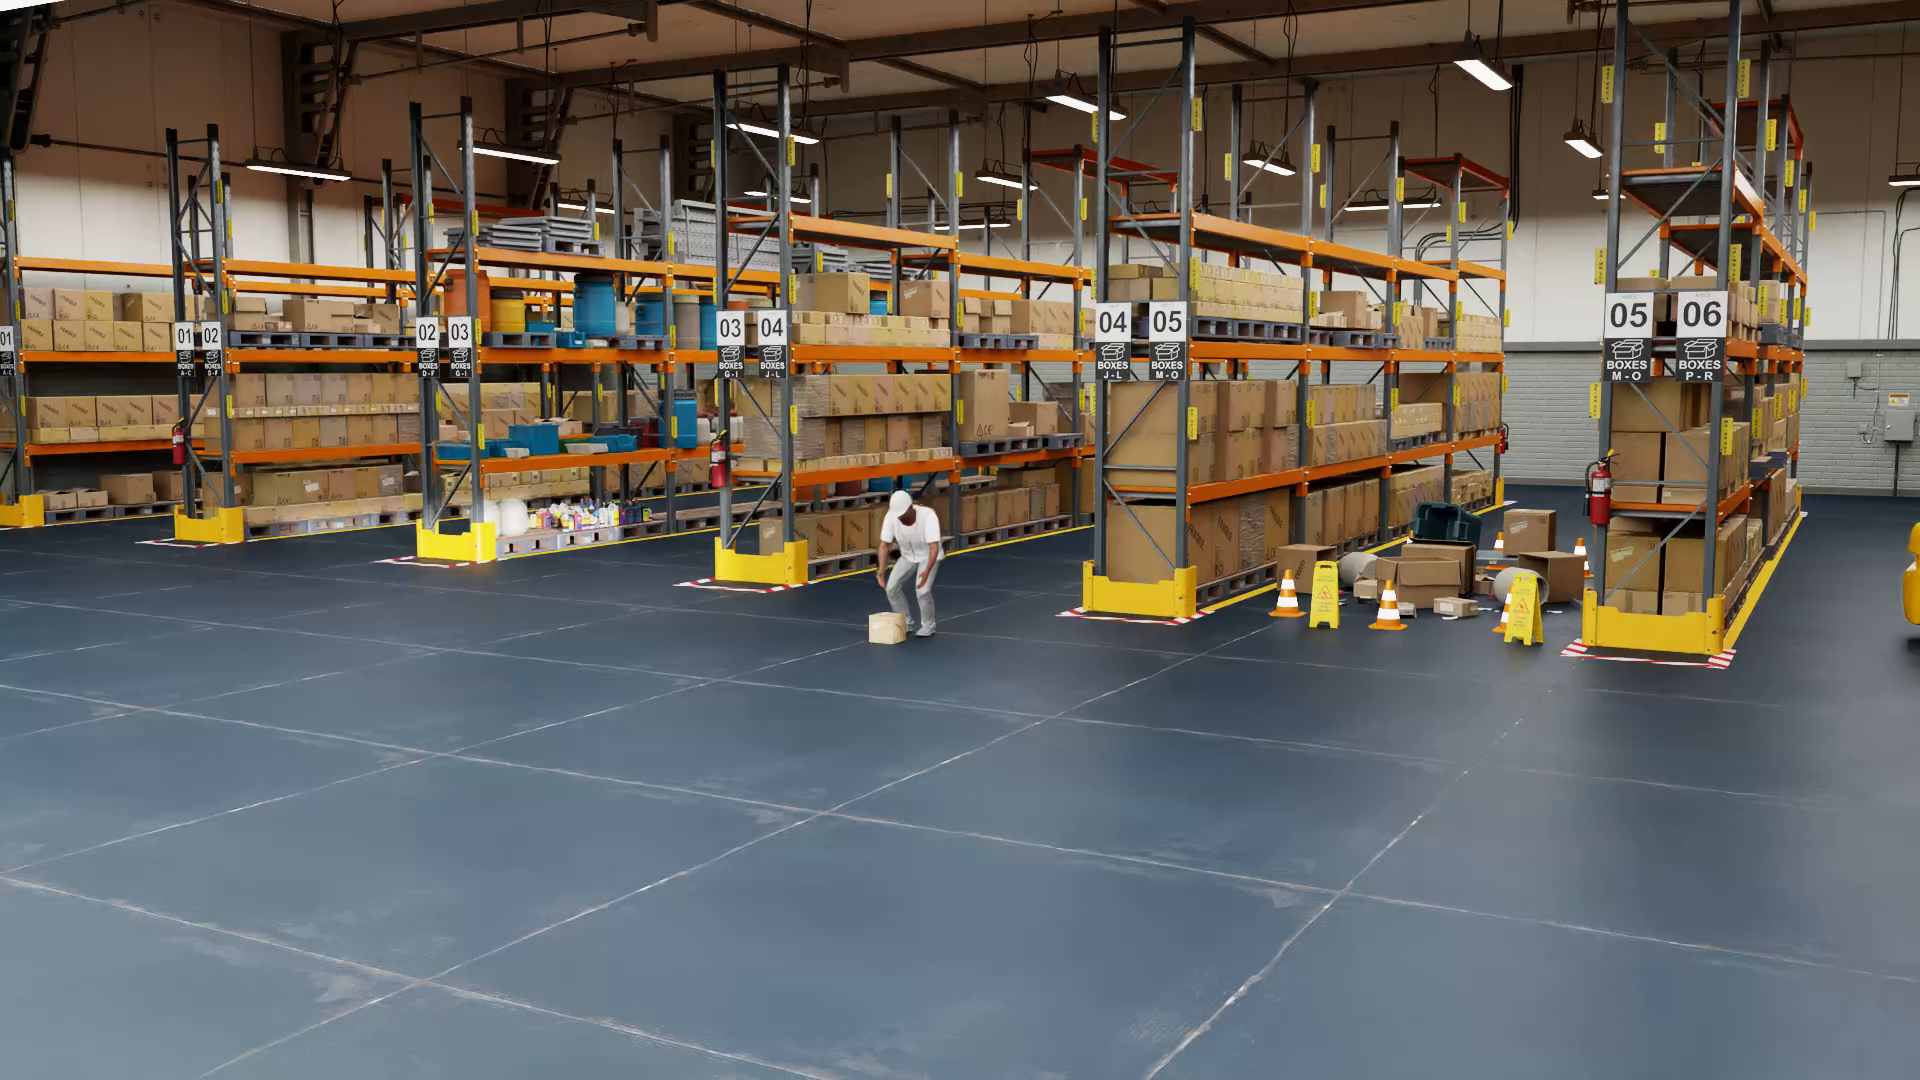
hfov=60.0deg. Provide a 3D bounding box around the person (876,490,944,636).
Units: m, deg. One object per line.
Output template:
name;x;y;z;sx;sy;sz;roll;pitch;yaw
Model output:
person;-0.432;0.213;15.751;0.631;1.399;0.763;3;7;29
